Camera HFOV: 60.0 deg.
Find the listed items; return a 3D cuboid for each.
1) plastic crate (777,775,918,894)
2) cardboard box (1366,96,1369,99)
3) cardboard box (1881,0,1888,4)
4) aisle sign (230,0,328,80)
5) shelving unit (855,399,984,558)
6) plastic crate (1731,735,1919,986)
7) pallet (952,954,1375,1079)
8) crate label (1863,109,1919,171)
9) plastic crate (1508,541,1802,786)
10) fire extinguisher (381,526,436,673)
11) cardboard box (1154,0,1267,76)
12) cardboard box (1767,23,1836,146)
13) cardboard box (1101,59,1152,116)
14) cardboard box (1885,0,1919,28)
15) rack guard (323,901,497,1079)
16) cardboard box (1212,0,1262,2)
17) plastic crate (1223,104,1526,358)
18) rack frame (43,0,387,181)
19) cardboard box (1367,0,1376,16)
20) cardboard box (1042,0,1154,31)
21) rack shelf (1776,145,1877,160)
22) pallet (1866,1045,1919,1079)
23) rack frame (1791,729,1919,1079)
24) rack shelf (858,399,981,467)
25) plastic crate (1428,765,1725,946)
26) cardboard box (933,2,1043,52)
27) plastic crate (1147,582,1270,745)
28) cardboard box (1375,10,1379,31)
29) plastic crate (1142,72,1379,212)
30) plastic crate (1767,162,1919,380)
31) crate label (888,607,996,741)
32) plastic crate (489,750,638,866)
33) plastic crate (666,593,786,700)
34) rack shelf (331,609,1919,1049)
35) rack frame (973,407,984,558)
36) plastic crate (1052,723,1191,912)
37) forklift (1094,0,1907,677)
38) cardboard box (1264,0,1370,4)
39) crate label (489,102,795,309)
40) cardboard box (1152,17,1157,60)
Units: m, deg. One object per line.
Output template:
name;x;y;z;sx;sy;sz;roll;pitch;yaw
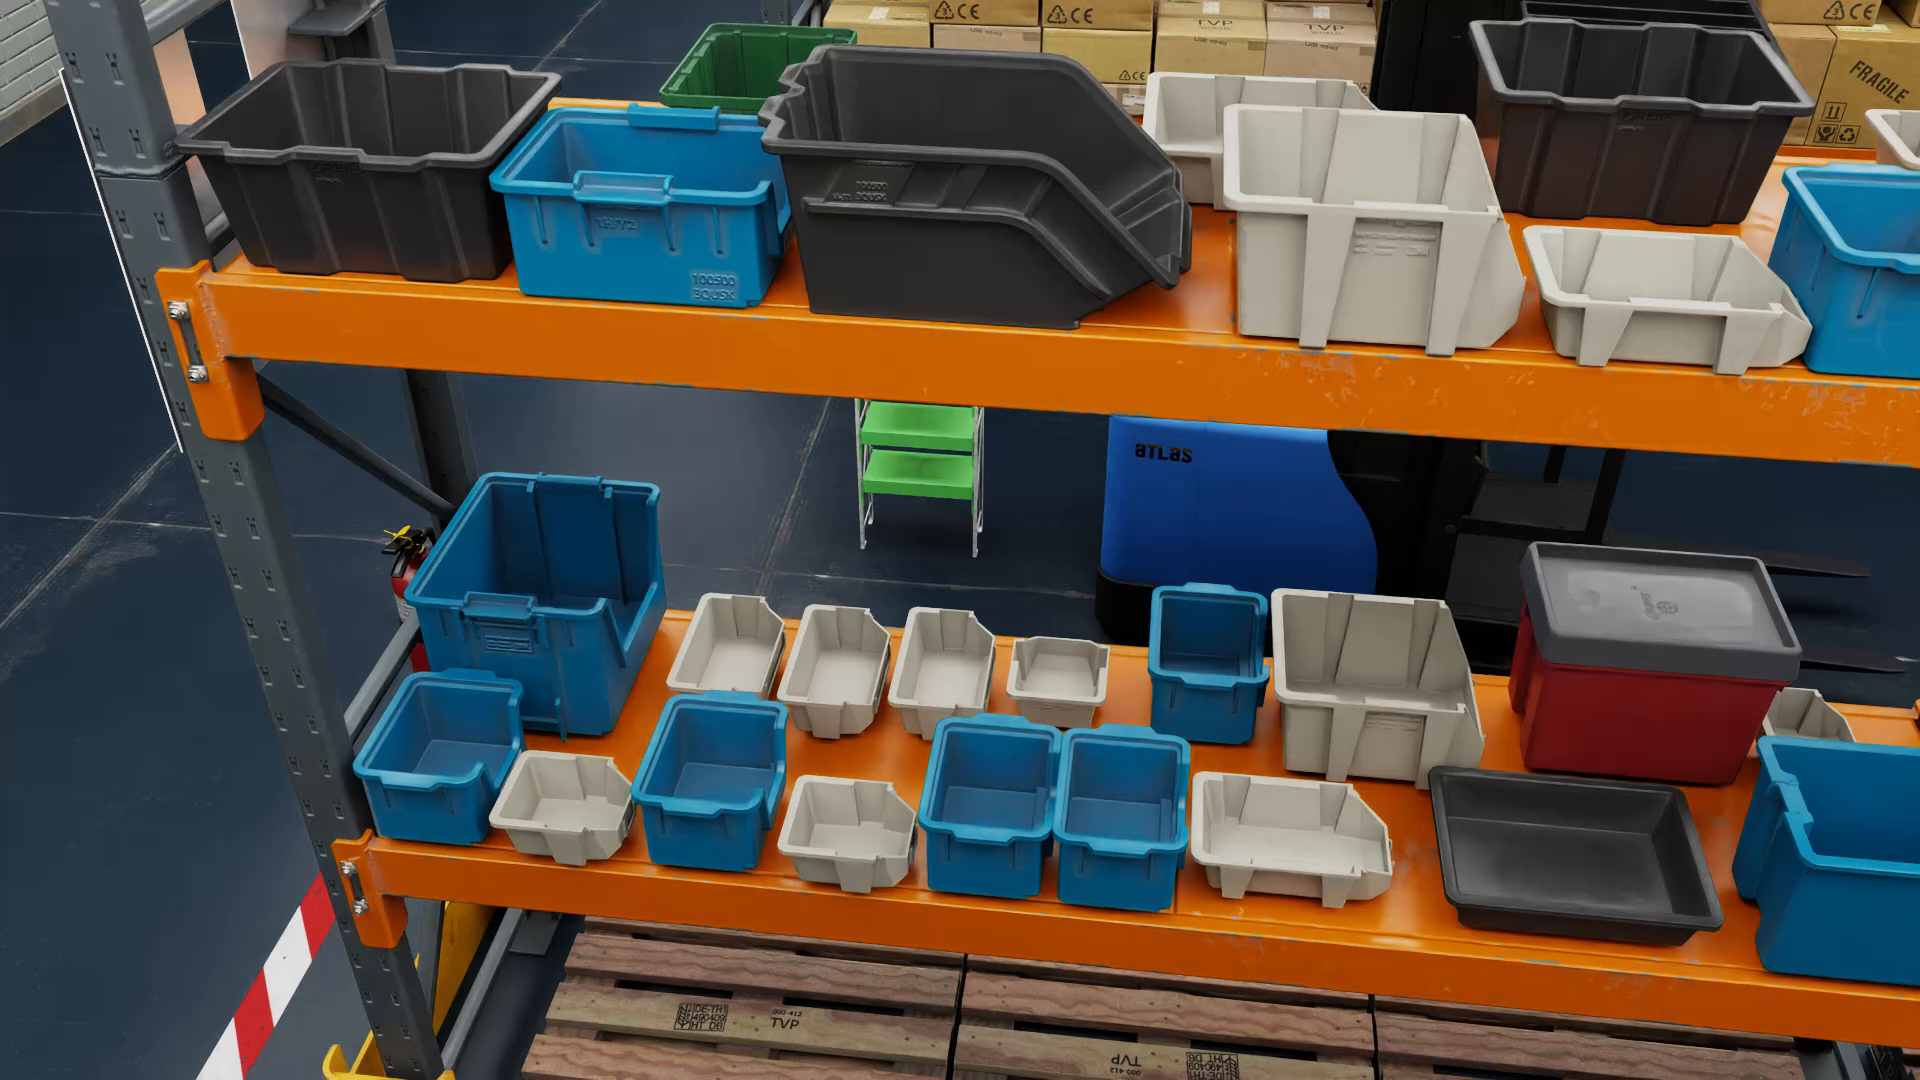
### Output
plastic crate;-0.252;0.694;3.871;0.298;0.136;0.250;4;36;6
cardboard box;1.798;-2.084;7.804;0.250;0.149;0.380;5;36;7
cardboard box;4.151;-2.399;7.943;0.500;0.500;0.500;5;36;7
aisle sign;-1.470;-0.951;3.762;0.004;0.787;0.394;4;36;6
shelving unit;-0.164;-0.501;6.919;0.503;1.200;0.258;4;36;6
plastic crate;2.025;0.722;3.619;0.575;0.384;0.392;4;36;6
pallet;0.584;1.592;4.838;1.213;0.211;1.003;4;36;6
crate label;2.083;-0.739;3.348;0.466;0.136;0.293;4;36;6
plastic crate;1.678;0.316;4.118;0.583;0.464;0.402;4;36;6
fire extinguisher;-1.527;0.192;4.787;0.183;0.674;0.296;4;36;6
cardboard box;1.169;-2.332;7.808;0.500;0.250;0.500;4;36;5
cardboard box;3.587;-2.139;7.579;0.500;0.500;0.500;4;36;6
cardboard box;0.781;-2.160;7.910;0.250;0.149;0.380;4;36;5
cardboard box;4.476;-2.625;7.397;0.637;0.503;0.797;5;36;6
rack guard;-1.461;1.305;4.992;0.348;0.500;1.175;4;36;6
cardboard box;1.235;-2.638;8.237;0.500;0.250;0.500;4;36;6
plastic crate;0.723;-0.549;2.957;0.530;0.282;0.437;4;36;6
rack frame;-1.436;-2.160;2.531;0.127;3.000;1.000;4;36;6
cardboard box;2.237;-2.562;8.130;0.500;0.250;0.500;4;36;6
cardboard box;0.647;-2.675;7.643;0.500;0.500;0.500;3;36;5
rack shelf;5.146;-1.836;7.859;4.000;0.370;1.077;4;36;6
pallet;3.292;1.794;4.555;1.213;0.211;1.003;4;36;6
rack frame;2.532;0.578;3.859;0.127;3.000;1.000;4;36;6
rack shelf;-0.164;-0.449;6.956;0.480;0.148;0.258;4;36;6
plastic crate;1.387;0.737;3.820;0.590;0.125;0.437;4;36;6
cardboard box;0.153;-2.407;7.913;0.500;0.250;0.500;4;36;5
plastic crate;0.634;0.329;4.299;0.300;0.233;0.416;4;36;6
cardboard box;2.178;-2.255;7.700;0.500;0.250;0.500;5;36;7
plastic crate;0.645;-0.822;3.465;0.530;0.136;0.437;4;36;6
plastic crate;1.588;-0.459;2.873;0.300;0.233;0.416;4;36;6
crate label;-0.039;0.357;4.343;0.243;0.136;0.396;4;36;6
plastic crate;-0.925;0.644;3.941;0.298;0.136;0.250;4;36;6
plastic crate;-0.604;0.320;4.394;0.243;0.136;0.396;4;36;6
rack shelf;0.548;0.722;4.275;4.000;0.370;1.077;4;36;6
rack frame;0.078;-0.483;6.893;0.015;1.200;0.240;4;36;6
plastic crate;0.371;0.653;3.846;0.300;0.233;0.416;4;36;6
forklift;2.113;-0.898;5.985;3.031;2.935;1.130;7;36;10
cardboard box;1.716;-2.901;7.960;0.500;0.500;0.500;3;36;4
crate label;-0.562;-0.624;3.089;0.502;0.251;0.408;4;36;6
cardboard box;1.107;-2.520;8.415;0.250;0.149;0.380;5;36;7
